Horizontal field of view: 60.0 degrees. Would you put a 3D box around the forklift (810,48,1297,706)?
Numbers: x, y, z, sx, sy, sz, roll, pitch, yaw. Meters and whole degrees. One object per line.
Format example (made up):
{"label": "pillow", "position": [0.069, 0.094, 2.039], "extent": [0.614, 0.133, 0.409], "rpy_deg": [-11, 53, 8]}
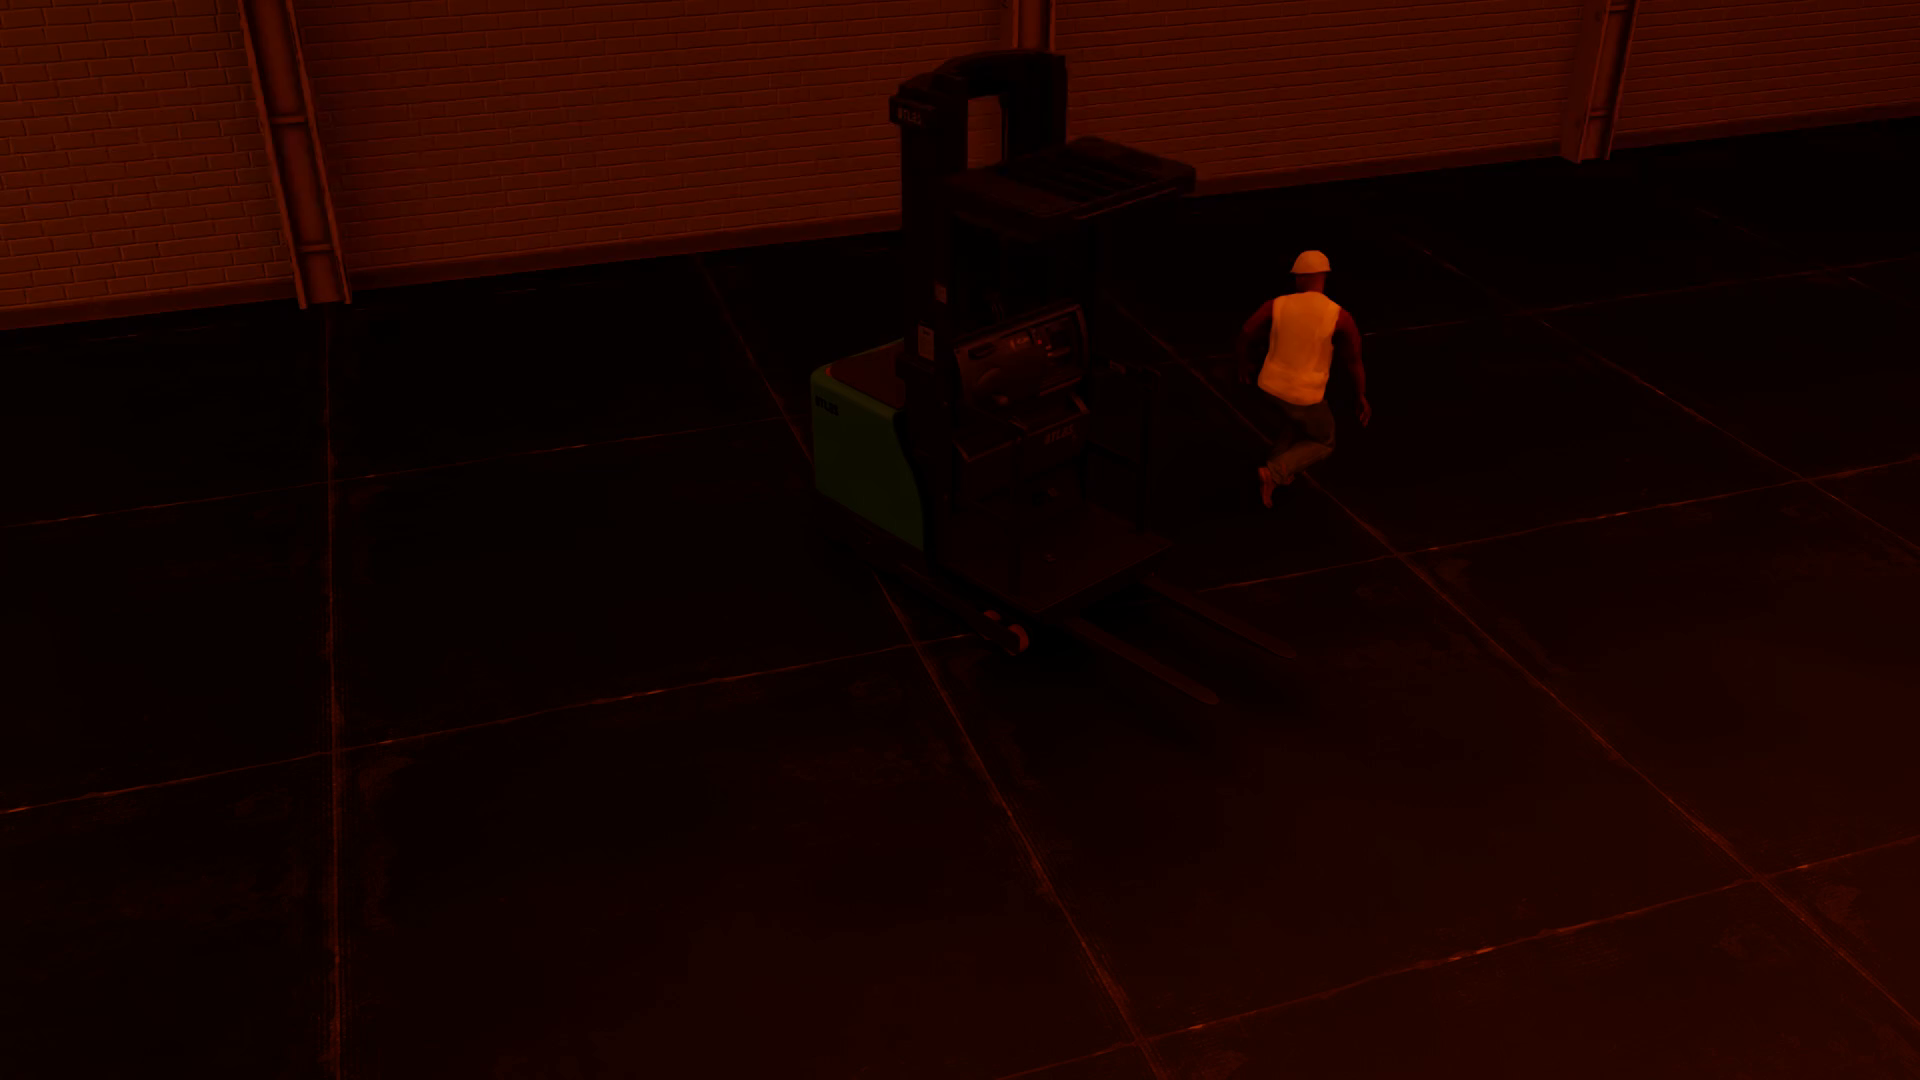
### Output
{"label": "forklift", "position": [0.477, -0.937, 8.716], "extent": [1.130, 2.935, 3.031], "rpy_deg": [-24, 38, -35]}

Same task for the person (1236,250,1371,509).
{"label": "person", "position": [2.044, -0.962, 10.163], "extent": [0.647, 1.556, 0.873], "rpy_deg": [-24, 38, -35]}
